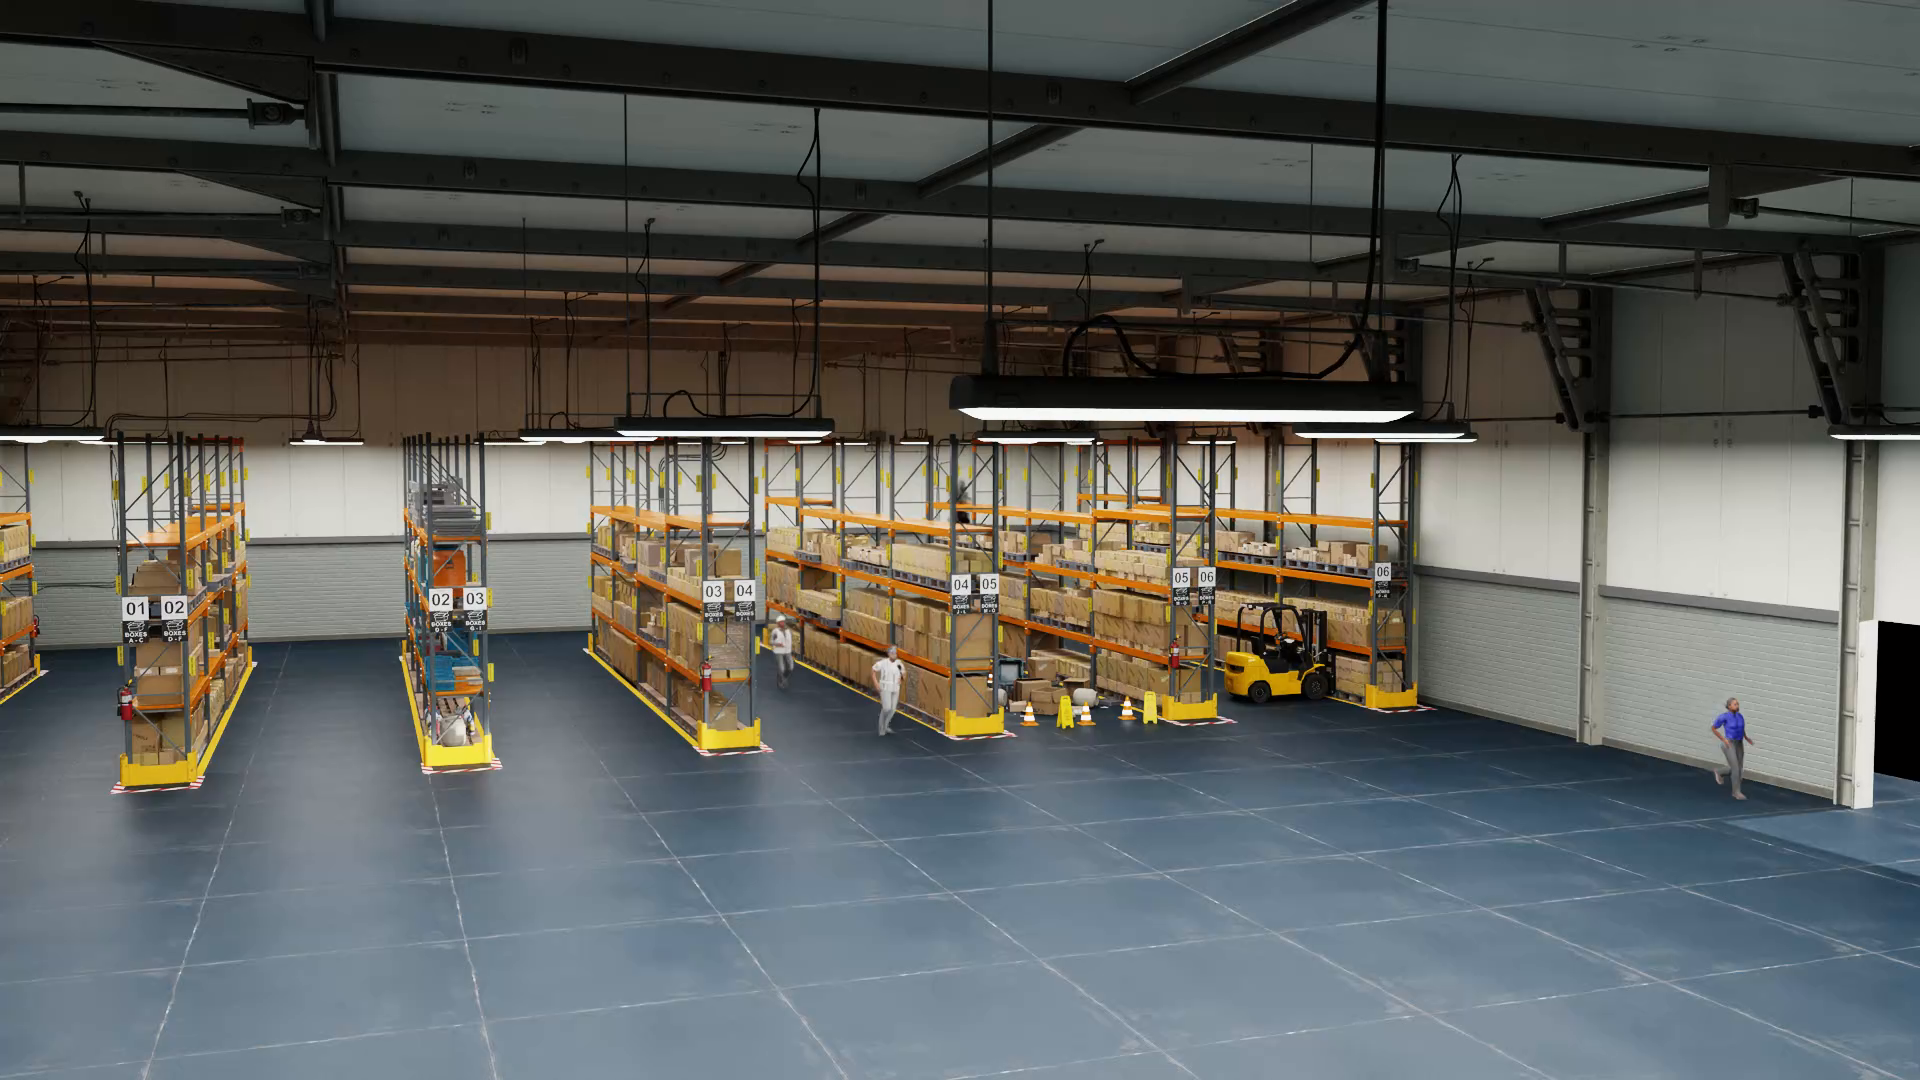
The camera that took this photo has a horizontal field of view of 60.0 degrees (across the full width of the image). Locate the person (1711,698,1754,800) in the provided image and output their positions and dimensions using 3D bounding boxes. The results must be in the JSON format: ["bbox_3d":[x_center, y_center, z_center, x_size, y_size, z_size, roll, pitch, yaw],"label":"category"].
[{"bbox_3d":[12.653,3.407,27.333,0.577,1.643,0.760,-1,3,-20],"label":"person"}]

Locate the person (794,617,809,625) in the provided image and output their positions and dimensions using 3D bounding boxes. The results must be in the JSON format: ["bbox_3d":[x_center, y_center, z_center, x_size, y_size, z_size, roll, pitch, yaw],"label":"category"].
[{"bbox_3d":[-4.789,2.102,49.767,0.609,1.542,0.590,2,4,27],"label":"person"}]

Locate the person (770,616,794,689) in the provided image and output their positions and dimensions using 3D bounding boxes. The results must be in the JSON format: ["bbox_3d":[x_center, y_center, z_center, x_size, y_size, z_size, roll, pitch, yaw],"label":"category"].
[{"bbox_3d":[-4.165,2.663,39.366,0.648,1.727,0.590,-2,4,-31],"label":"person"}]

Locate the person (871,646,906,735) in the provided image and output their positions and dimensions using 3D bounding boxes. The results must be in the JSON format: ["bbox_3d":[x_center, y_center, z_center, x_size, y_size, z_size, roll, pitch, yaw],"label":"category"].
[{"bbox_3d":[-1.396,3.030,33.313,0.712,1.839,0.608,-2,4,-27],"label":"person"}]
